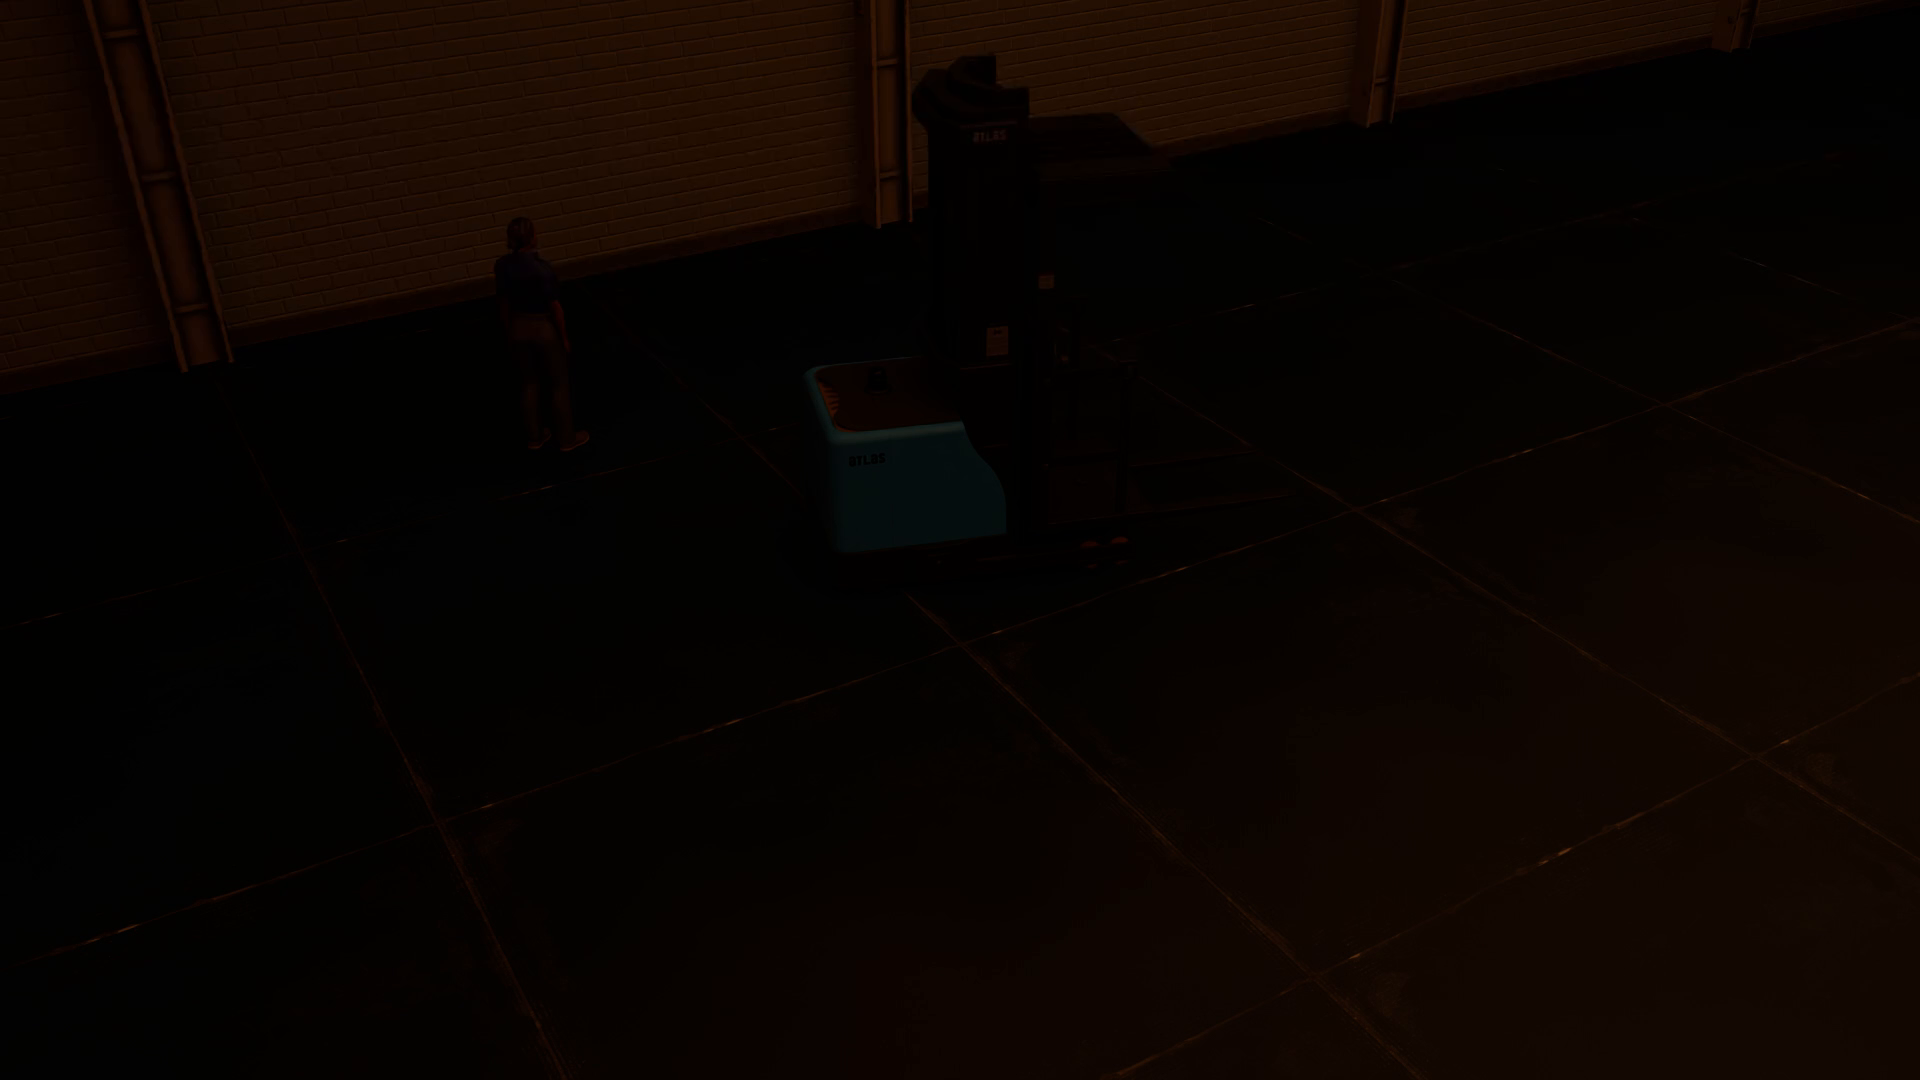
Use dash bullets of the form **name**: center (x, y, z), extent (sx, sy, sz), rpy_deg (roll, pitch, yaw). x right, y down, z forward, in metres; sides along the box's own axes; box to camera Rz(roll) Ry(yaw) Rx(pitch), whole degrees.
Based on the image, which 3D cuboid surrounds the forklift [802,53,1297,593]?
- **forklift**: center (0.595, -1.341, 9.886), extent (3.031, 2.935, 1.130), rpy_deg (-7, 32, -12)

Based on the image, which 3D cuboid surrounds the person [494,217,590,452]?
- **person**: center (-2.836, -1.386, 11.202), extent (0.468, 1.663, 0.333), rpy_deg (8, 32, 13)
